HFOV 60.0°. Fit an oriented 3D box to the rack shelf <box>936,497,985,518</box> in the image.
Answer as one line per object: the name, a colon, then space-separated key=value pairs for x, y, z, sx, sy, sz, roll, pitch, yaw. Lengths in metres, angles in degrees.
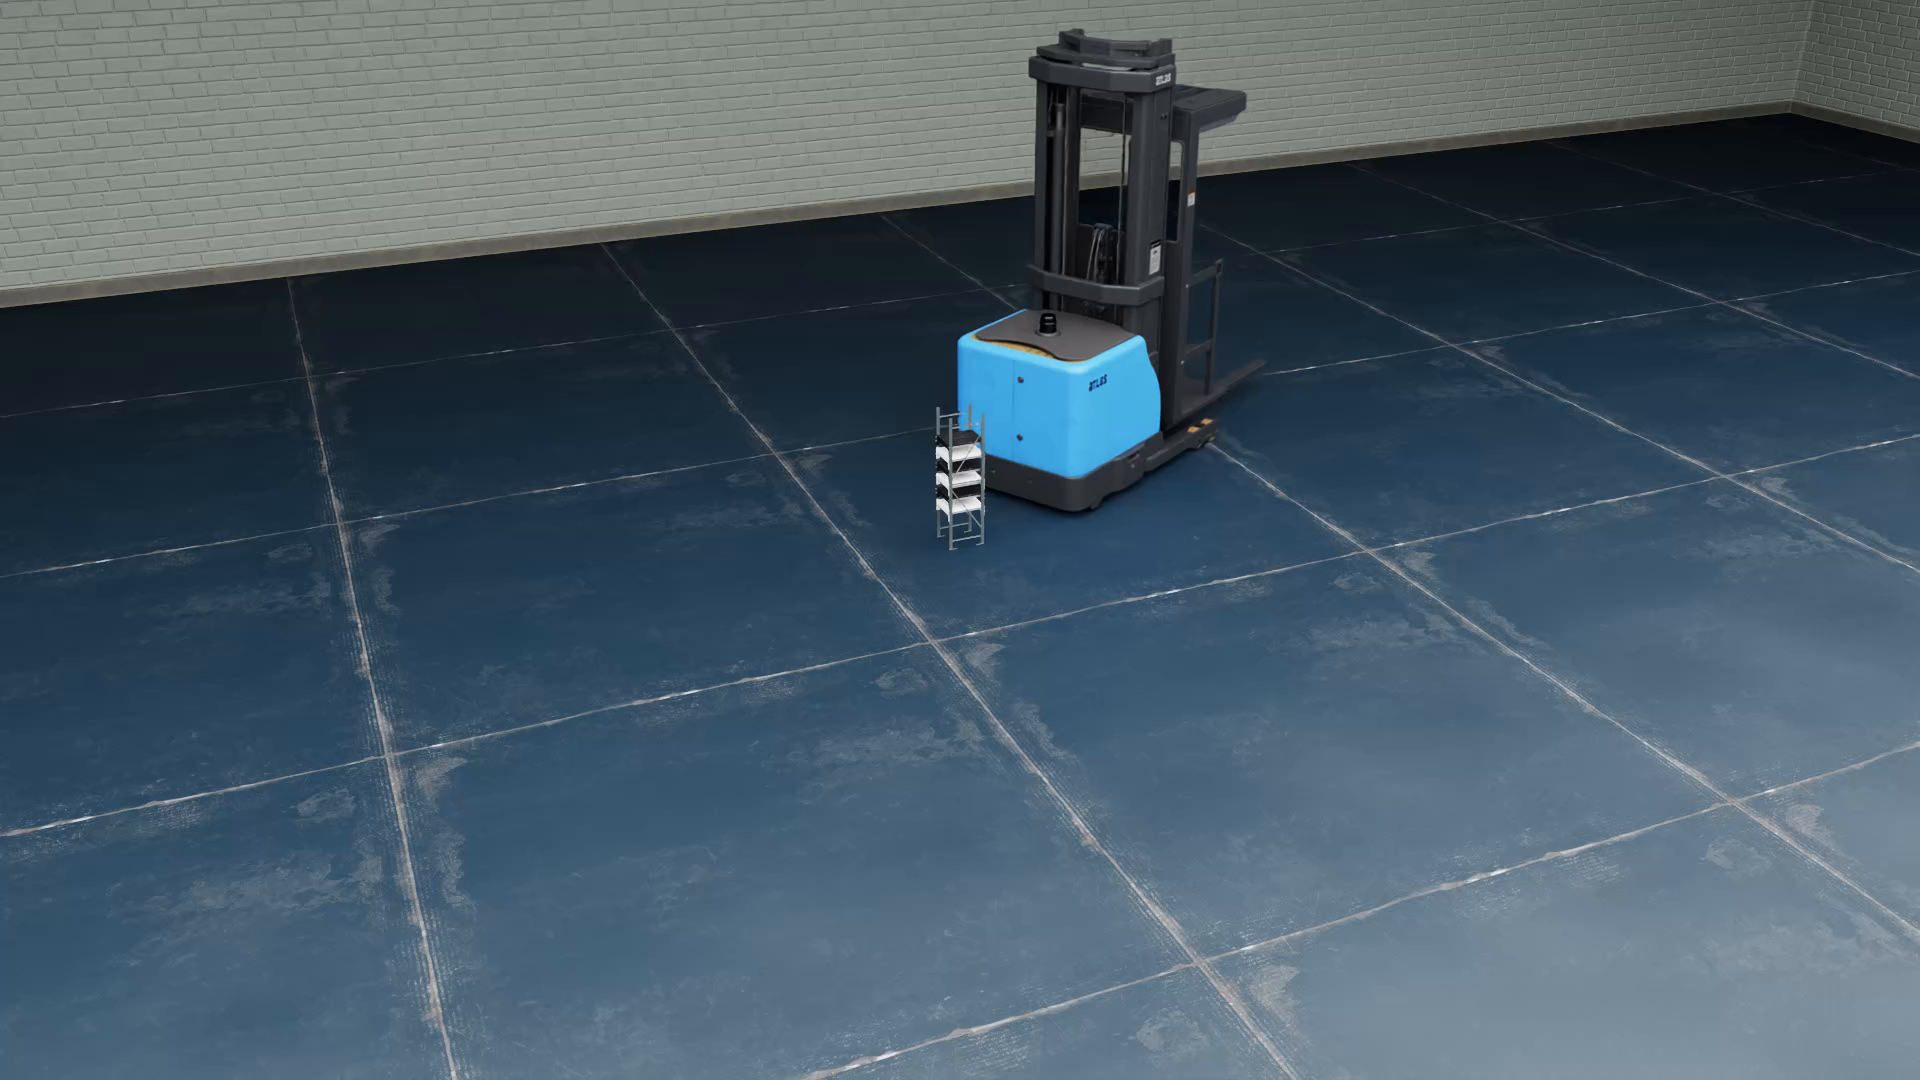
rack shelf: x=0.003 y=-0.209 z=10.639 sx=0.258 sy=0.077 sz=0.200 roll=-11 pitch=28 yaw=-21

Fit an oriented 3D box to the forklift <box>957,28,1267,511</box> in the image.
forklift: x=1.254 y=-2.091 z=11.692 sx=1.130 sy=2.935 sz=3.031 roll=18 pitch=31 yaw=33

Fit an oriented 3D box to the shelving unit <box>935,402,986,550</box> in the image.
shelving unit: x=0.003 y=-0.401 z=10.546 sx=0.258 sy=0.900 sz=0.210 roll=-11 pitch=28 yaw=-21

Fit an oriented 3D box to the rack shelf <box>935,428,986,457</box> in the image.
rack shelf: x=0.003 y=-0.614 z=10.442 sx=0.258 sy=0.077 sz=0.200 roll=-11 pitch=28 yaw=-21

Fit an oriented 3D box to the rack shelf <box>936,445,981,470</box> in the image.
rack shelf: x=0.003 y=-0.533 z=10.481 sx=0.258 sy=0.077 sz=0.200 roll=-11 pitch=28 yaw=-21

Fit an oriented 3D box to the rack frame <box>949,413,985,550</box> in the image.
rack frame: x=0.043 y=-0.360 z=10.462 sx=0.240 sy=0.900 sz=0.006 roll=-11 pitch=28 yaw=-21

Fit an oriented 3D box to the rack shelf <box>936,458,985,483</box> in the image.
rack shelf: x=0.003 y=-0.452 z=10.521 sx=0.258 sy=0.077 sz=0.200 roll=-11 pitch=28 yaw=-21

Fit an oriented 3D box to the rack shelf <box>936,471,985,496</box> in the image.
rack shelf: x=0.003 y=-0.371 z=10.560 sx=0.258 sy=0.077 sz=0.200 roll=-11 pitch=28 yaw=-21

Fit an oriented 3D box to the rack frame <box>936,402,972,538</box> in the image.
rack frame: x=-0.037 y=-0.442 z=10.630 sx=0.240 sy=0.900 sz=0.006 roll=-11 pitch=28 yaw=-21

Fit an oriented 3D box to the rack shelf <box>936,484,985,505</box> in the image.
rack shelf: x=0.003 y=-0.290 z=10.600 sx=0.258 sy=0.077 sz=0.200 roll=-11 pitch=28 yaw=-21
